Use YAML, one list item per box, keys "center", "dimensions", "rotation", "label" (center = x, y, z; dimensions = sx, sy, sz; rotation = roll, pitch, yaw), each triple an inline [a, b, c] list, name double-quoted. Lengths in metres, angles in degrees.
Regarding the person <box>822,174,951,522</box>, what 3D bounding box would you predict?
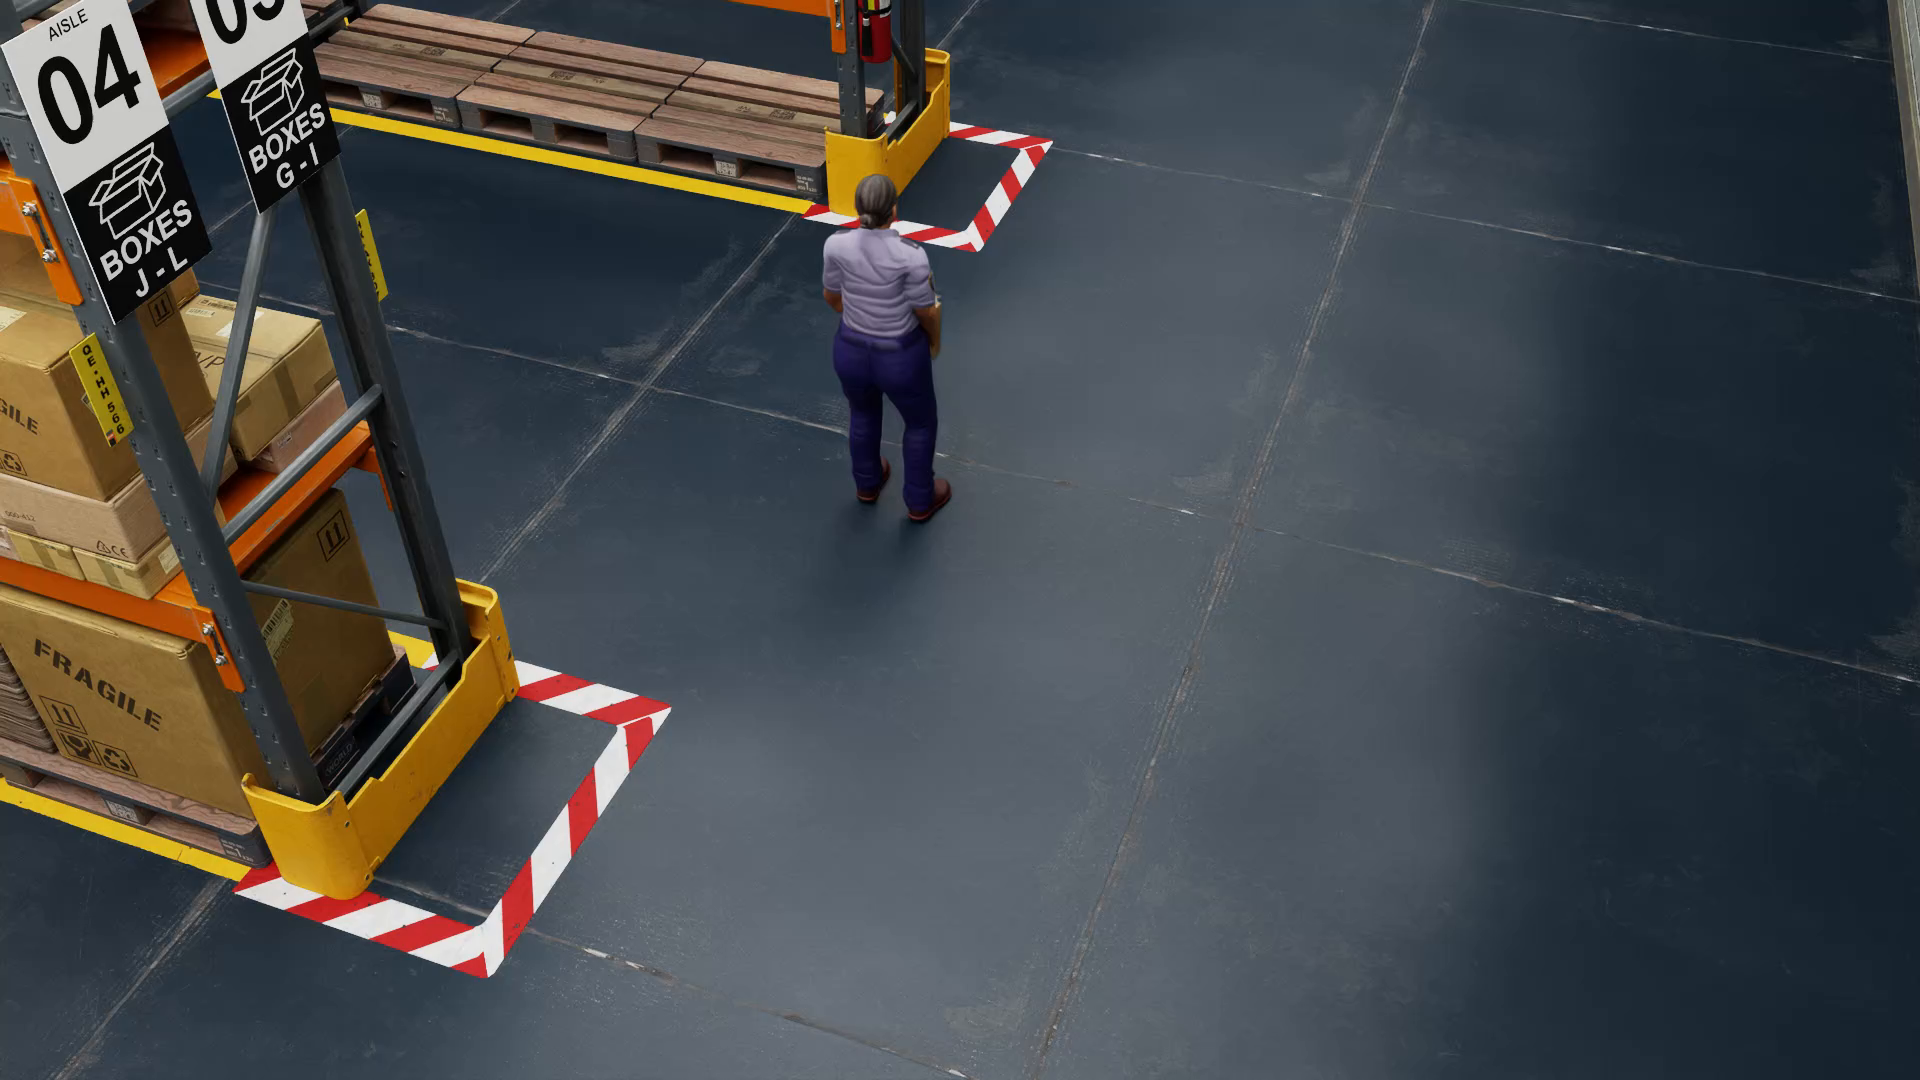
- center: [-0.305, -0.826, 7.086]
  dimensions: [0.510, 1.656, 0.386]
  rotation: [13, 43, 14]
  label: "person"
